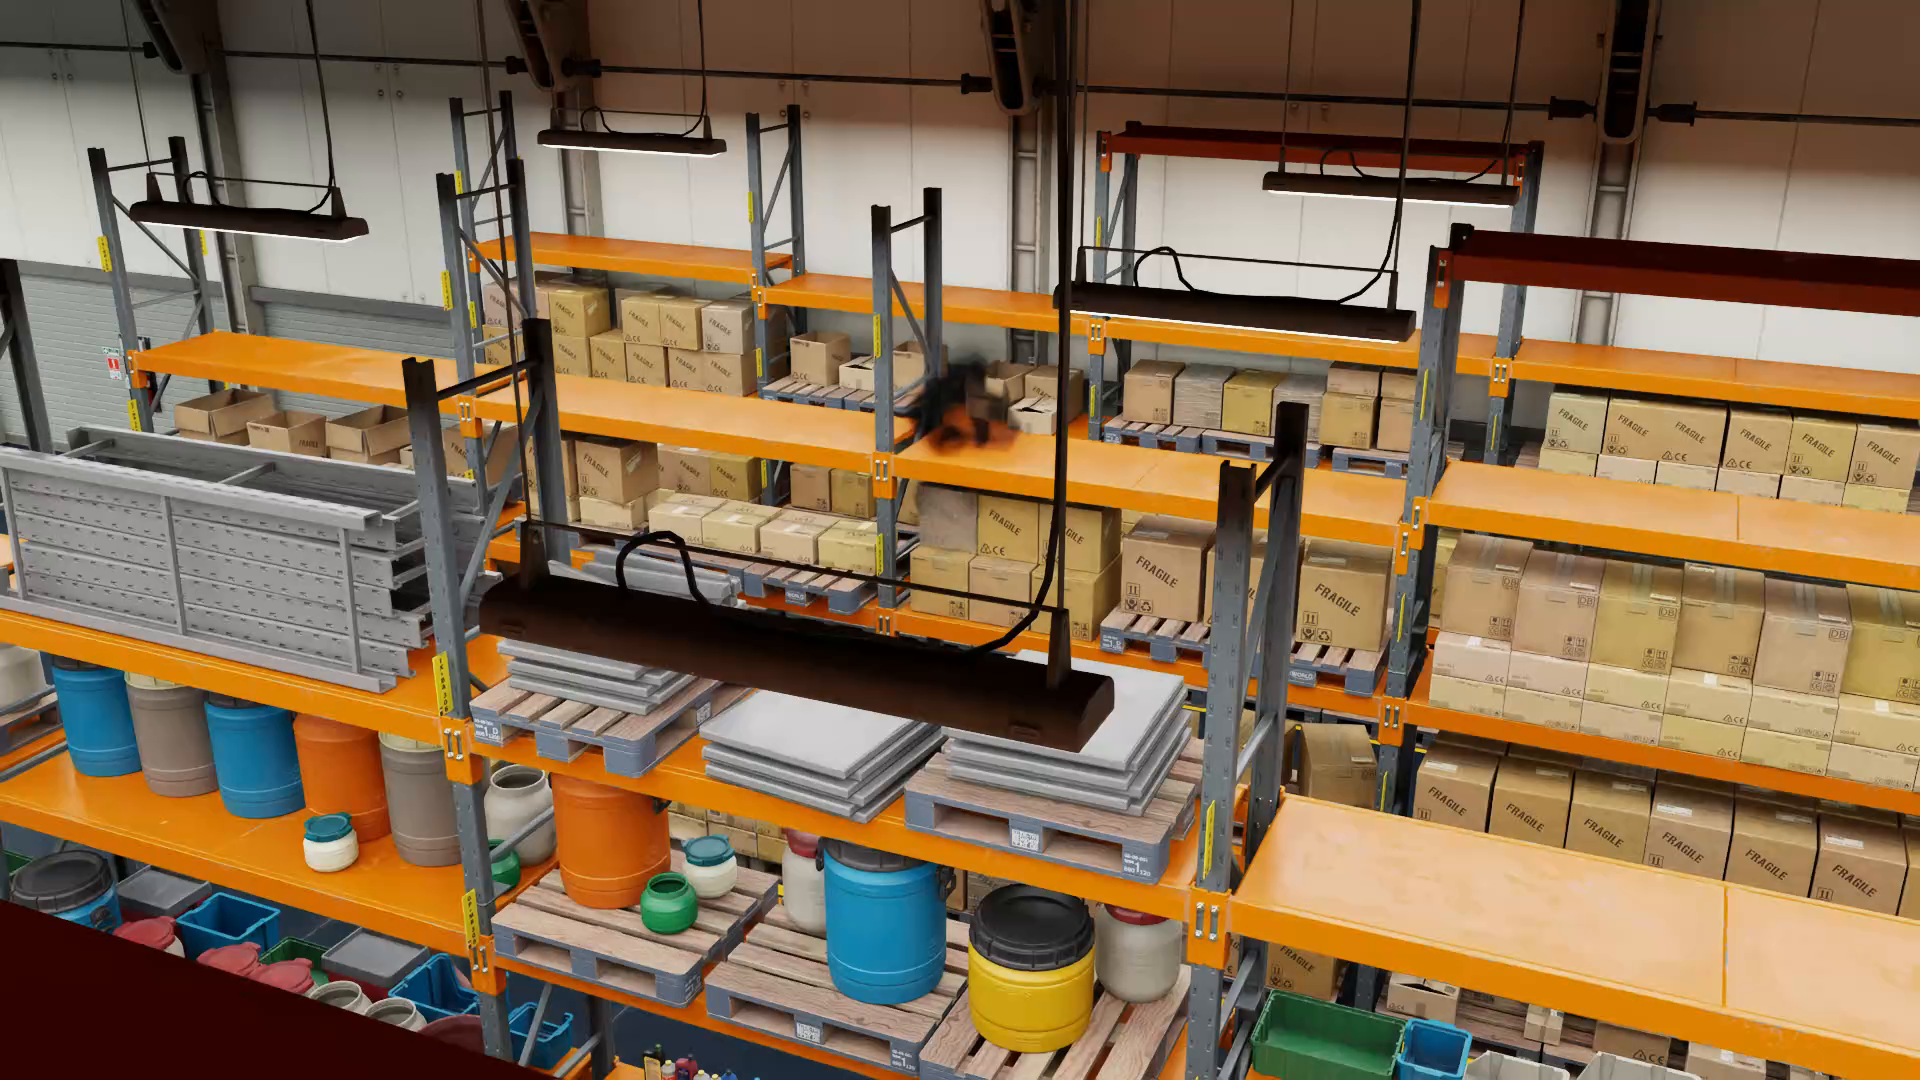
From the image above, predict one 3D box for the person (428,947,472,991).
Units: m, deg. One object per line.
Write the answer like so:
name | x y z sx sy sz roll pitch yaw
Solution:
person | -3.980 2.898 12.536 0.904 1.693 0.561 7 22 19
